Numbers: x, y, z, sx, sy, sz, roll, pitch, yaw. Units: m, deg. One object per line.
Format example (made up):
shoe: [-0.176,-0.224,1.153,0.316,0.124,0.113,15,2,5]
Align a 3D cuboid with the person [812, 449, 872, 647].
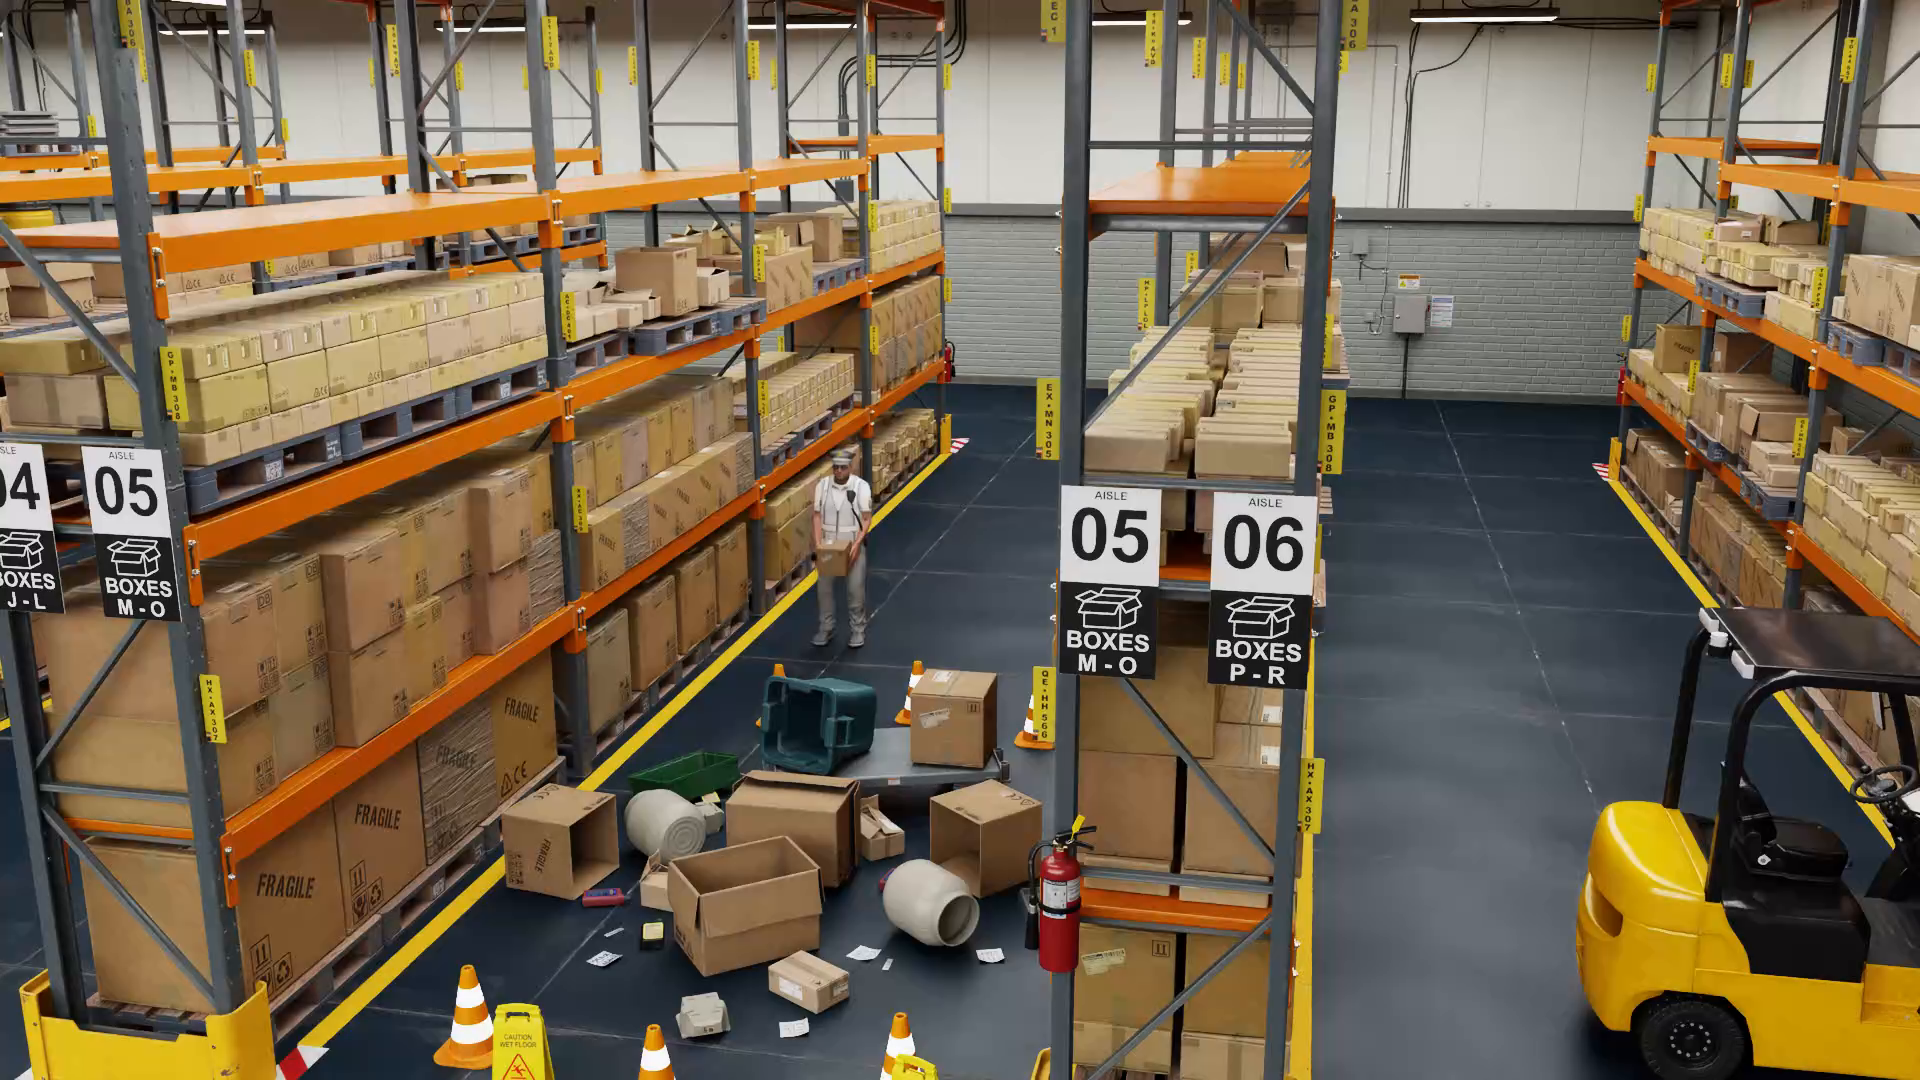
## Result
person: [-1.048,0.059,14.726,0.533,1.770,0.491,3,15,10]
